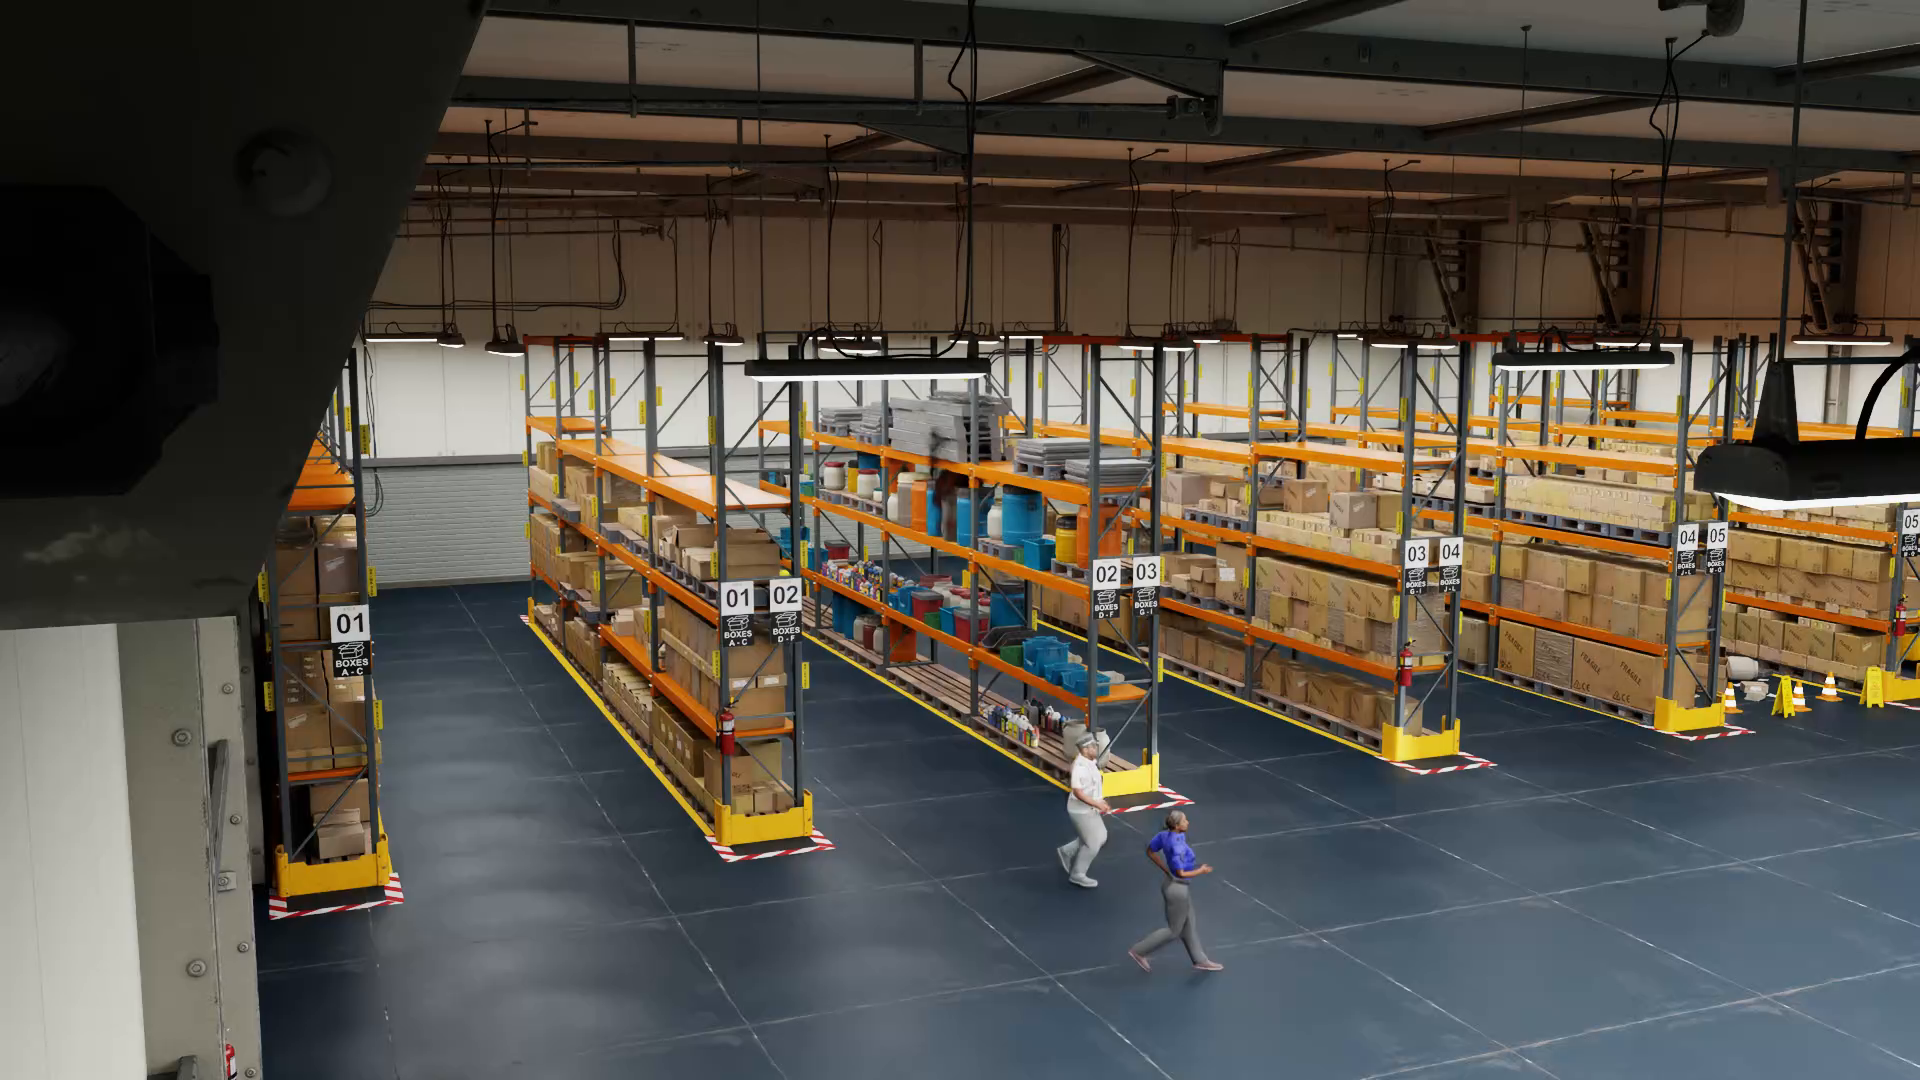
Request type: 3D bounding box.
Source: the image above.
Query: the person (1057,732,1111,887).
[{"bbox_3d":[1.391,3.004,18.664,0.620,1.742,0.698,1,8,10],"label":"person"}]

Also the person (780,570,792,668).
[{"bbox_3d":[-2.942,1.410,28.270,0.703,1.808,0.932,-5,9,-35],"label":"person"}]

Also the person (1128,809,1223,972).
[{"bbox_3d":[2.074,3.380,15.948,0.957,1.619,0.583,-1,8,-7],"label":"person"}]

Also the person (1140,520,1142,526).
[{"bbox_3d":[4.353,0.009,41.446,0.658,1.612,0.567,-4,9,-29],"label":"person"}]
